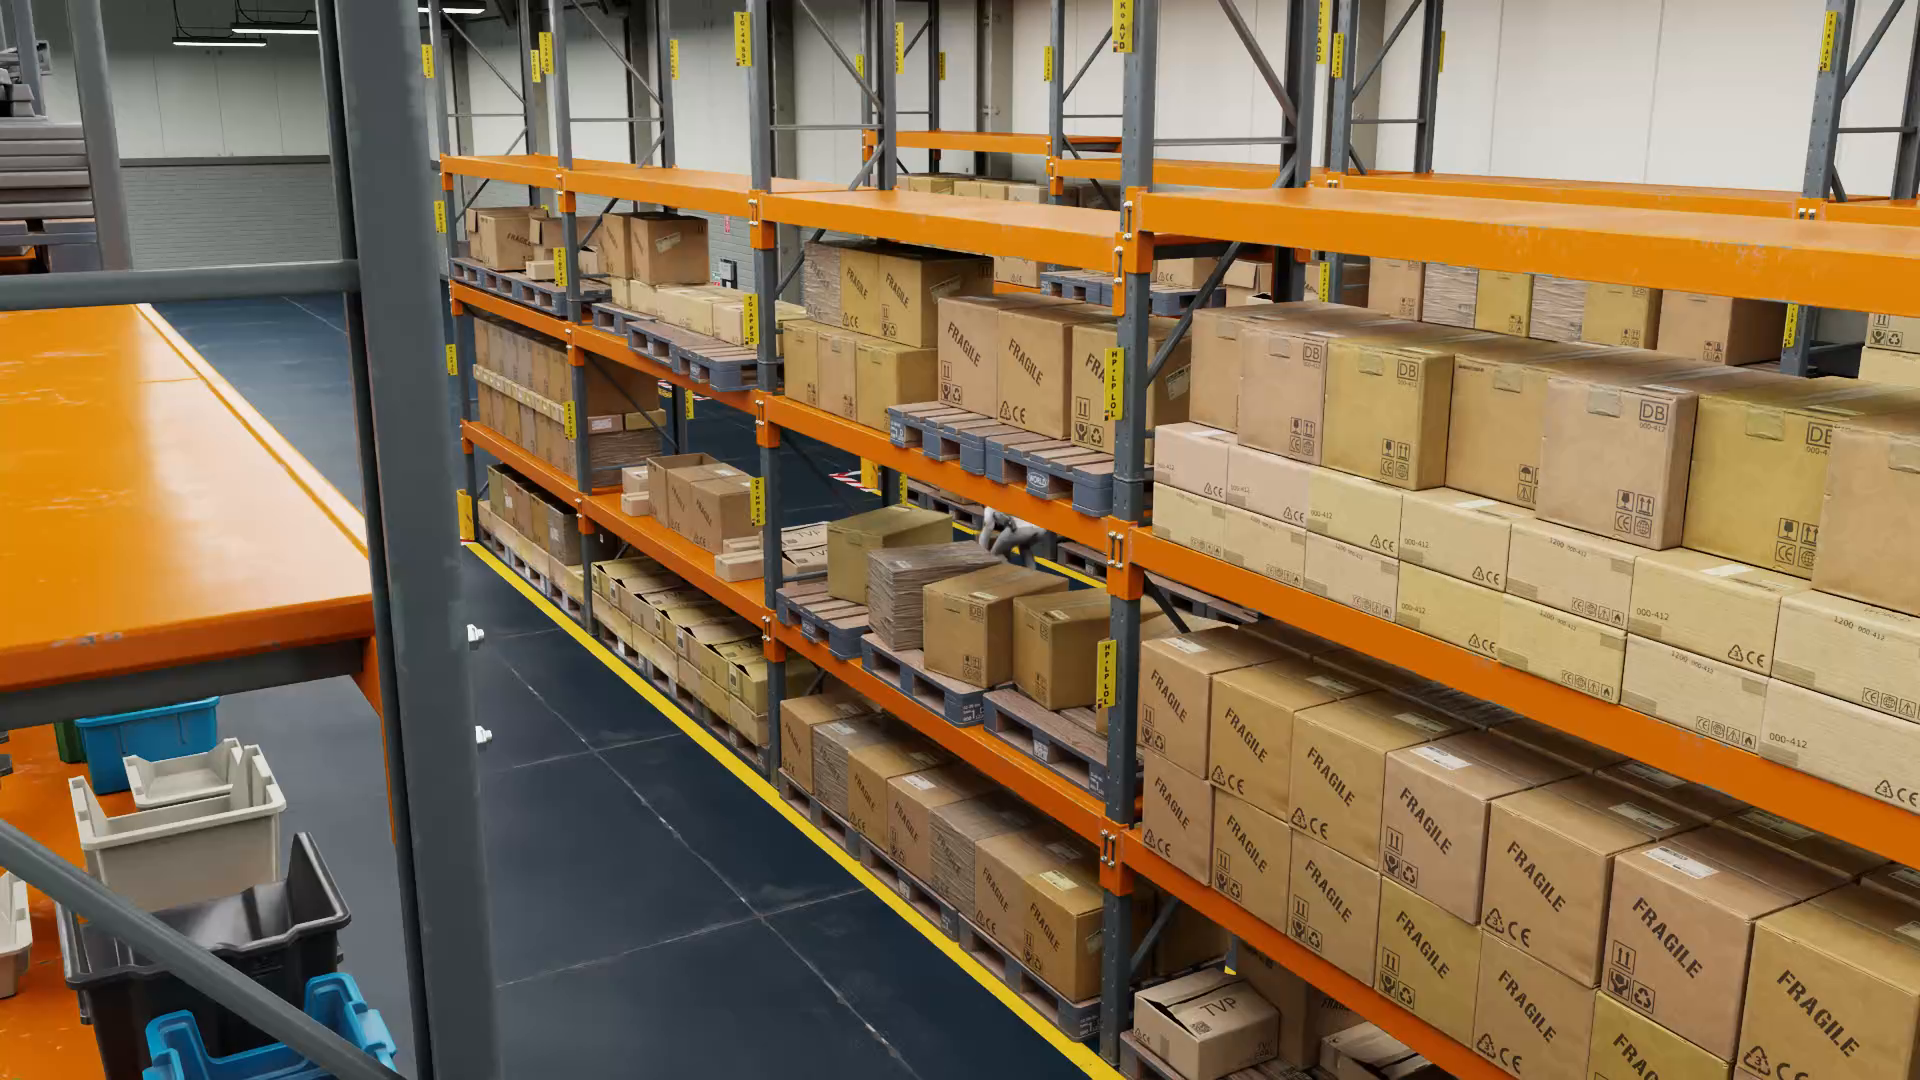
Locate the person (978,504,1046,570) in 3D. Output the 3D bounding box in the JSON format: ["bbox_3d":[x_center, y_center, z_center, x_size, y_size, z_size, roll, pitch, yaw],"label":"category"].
[{"bbox_3d":[0.479,-0.002,16.282,0.463,1.017,0.921,-10,18,-32],"label":"person"}]
